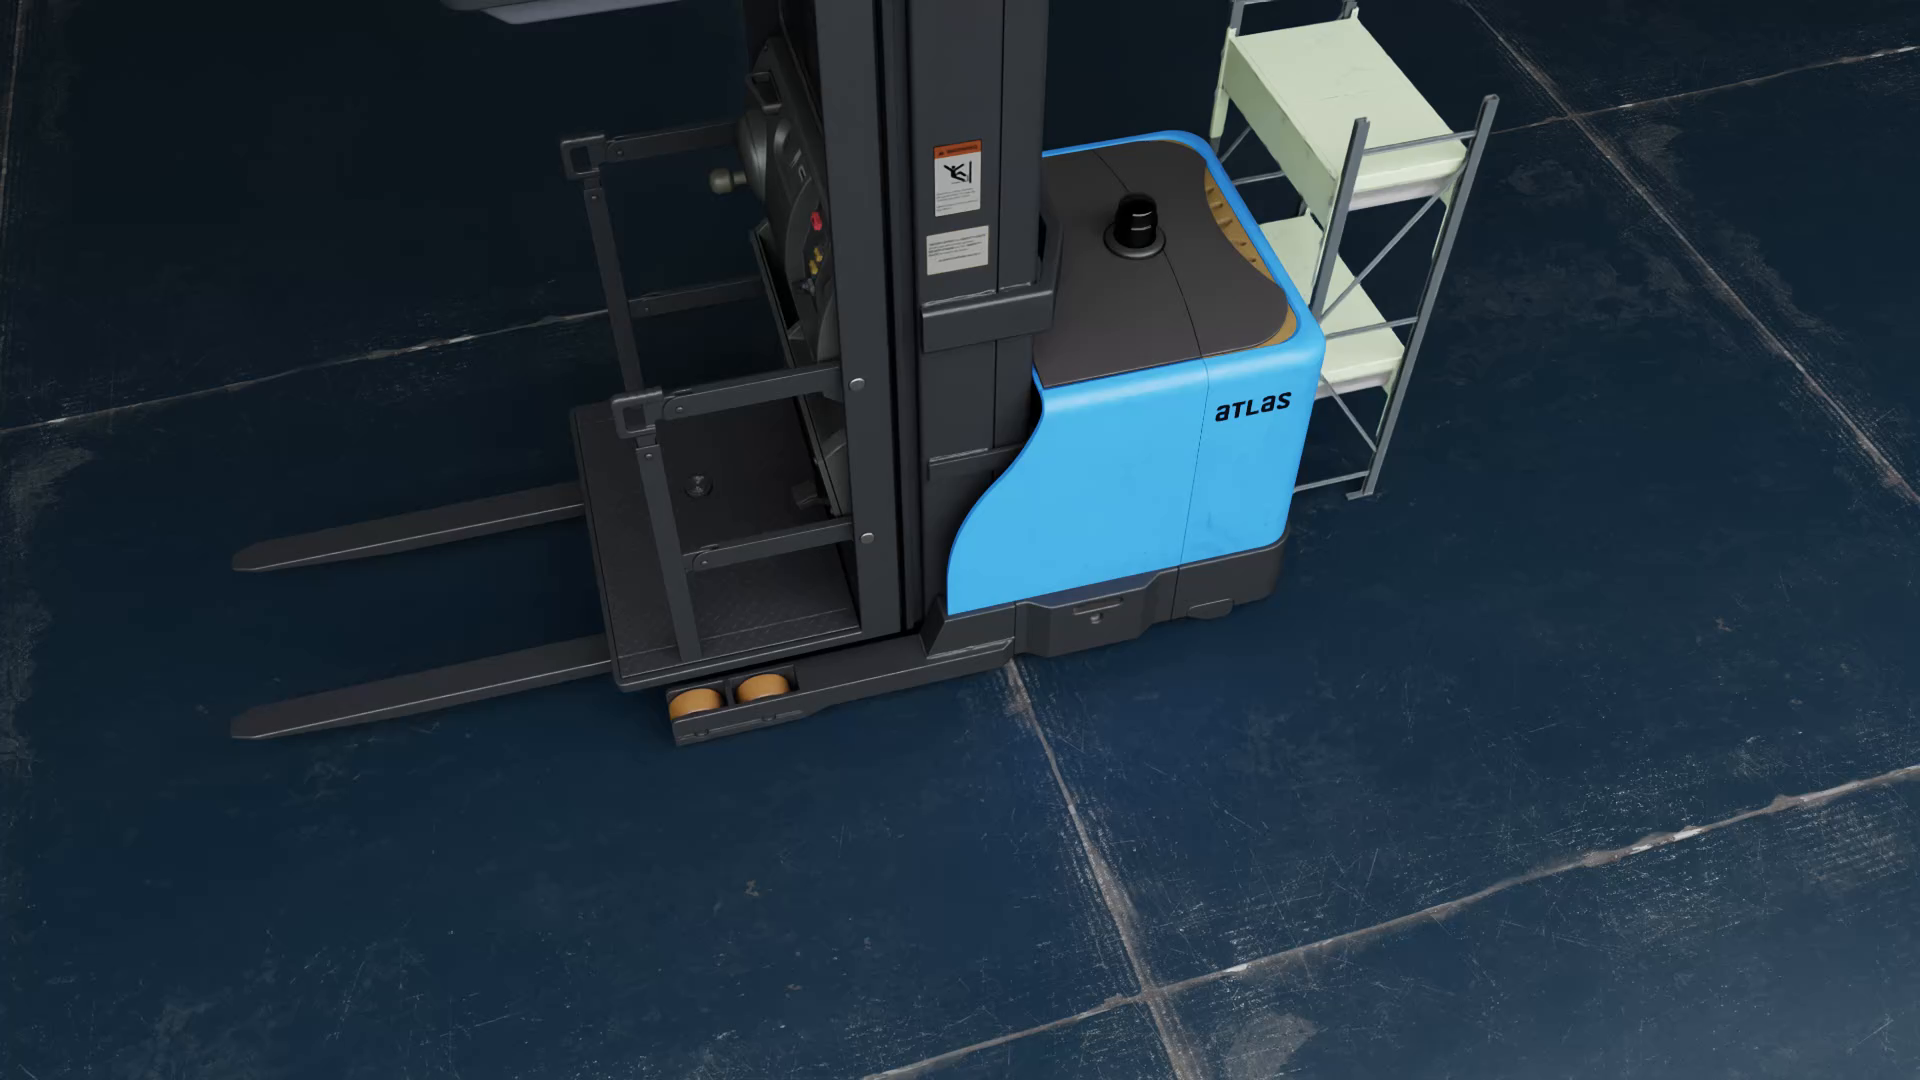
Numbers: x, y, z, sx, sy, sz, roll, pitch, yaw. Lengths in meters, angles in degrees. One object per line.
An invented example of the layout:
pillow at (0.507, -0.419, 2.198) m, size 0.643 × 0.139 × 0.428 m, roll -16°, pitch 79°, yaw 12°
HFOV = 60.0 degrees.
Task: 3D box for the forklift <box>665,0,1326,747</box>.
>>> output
forklift at (-0.606, -0.818, 4.022) m, size 3.031 × 2.935 × 1.130 m, roll -12°, pitch 51°, yaw -10°

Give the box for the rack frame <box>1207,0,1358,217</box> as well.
rack frame at (0.937, -1.134, 5.216) m, size 0.400 × 1.500 × 0.023 m, roll -13°, pitch 51°, yaw -13°

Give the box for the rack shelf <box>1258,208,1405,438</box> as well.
rack shelf at (1.040, -0.655, 5.238) m, size 0.431 × 0.370 × 0.720 m, roll -13°, pitch 51°, yaw -13°

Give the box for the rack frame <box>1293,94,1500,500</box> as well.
rack frame at (1.160, -0.600, 4.767) m, size 0.400 × 1.500 × 0.023 m, roll -13°, pitch 51°, yaw -13°

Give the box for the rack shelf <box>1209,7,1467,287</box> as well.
rack shelf at (1.060, -1.121, 4.695) m, size 0.431 × 0.370 × 0.720 m, roll -13°, pitch 51°, yaw -13°

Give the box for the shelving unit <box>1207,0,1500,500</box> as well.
shelving unit at (1.049, -0.867, 4.991) m, size 0.431 × 1.500 × 0.755 m, roll -13°, pitch 51°, yaw -13°
